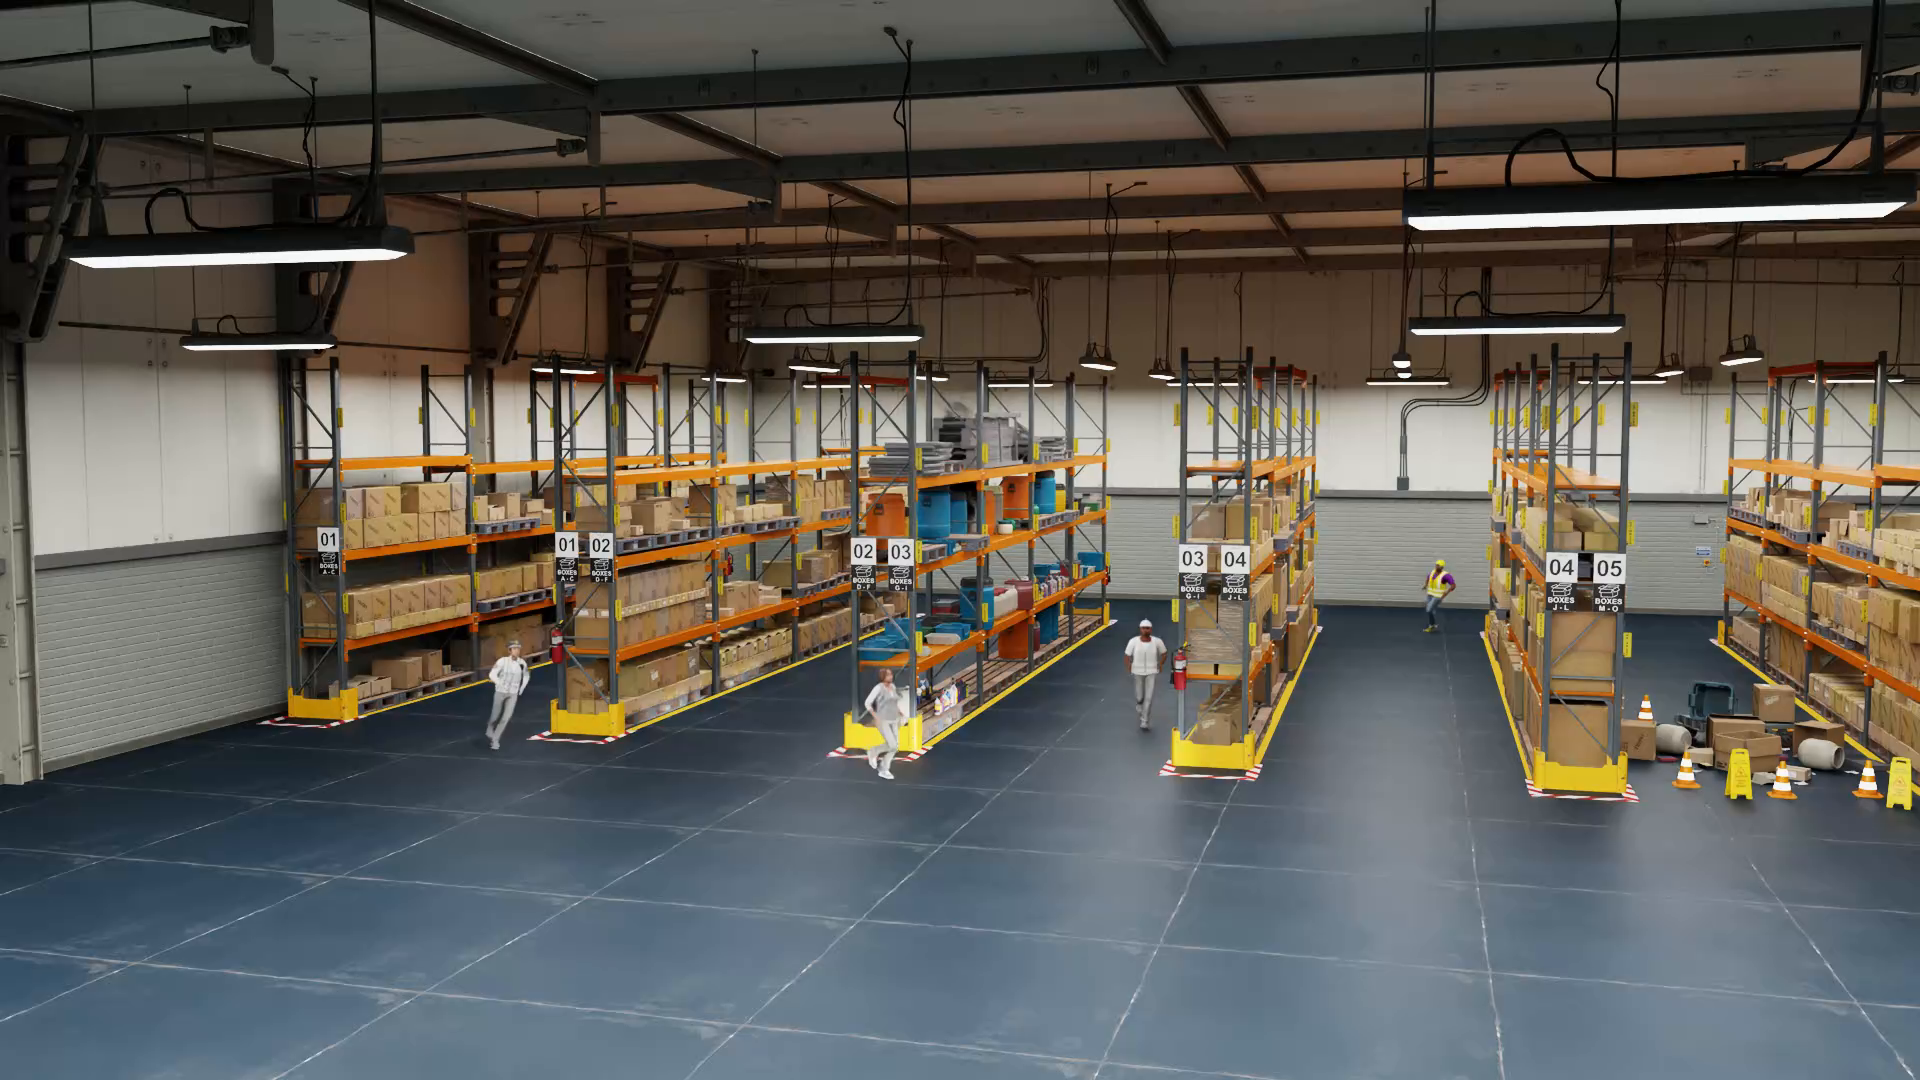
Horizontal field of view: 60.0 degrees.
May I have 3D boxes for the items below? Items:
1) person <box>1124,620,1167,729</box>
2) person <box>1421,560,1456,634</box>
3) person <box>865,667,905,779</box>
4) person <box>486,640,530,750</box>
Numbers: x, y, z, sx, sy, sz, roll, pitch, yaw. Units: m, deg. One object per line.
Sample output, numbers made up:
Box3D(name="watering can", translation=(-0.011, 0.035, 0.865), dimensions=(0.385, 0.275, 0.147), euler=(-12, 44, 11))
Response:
Box3D(name="person", translation=(3.015, 2.161, 26.977), dimensions=(0.700, 1.739, 0.801), euler=(0, 4, 6))
Box3D(name="person", translation=(11.048, 1.317, 38.588), dimensions=(0.593, 1.745, 0.782), euler=(-3, 5, -32))
Box3D(name="person", translation=(-1.026, 2.538, 23.094), dimensions=(0.543, 1.556, 0.545), euler=(4, 6, 42))
Box3D(name="person", translation=(-6.904, 2.330, 25.476), dimensions=(0.647, 1.631, 0.774), euler=(-2, 5, -23))
